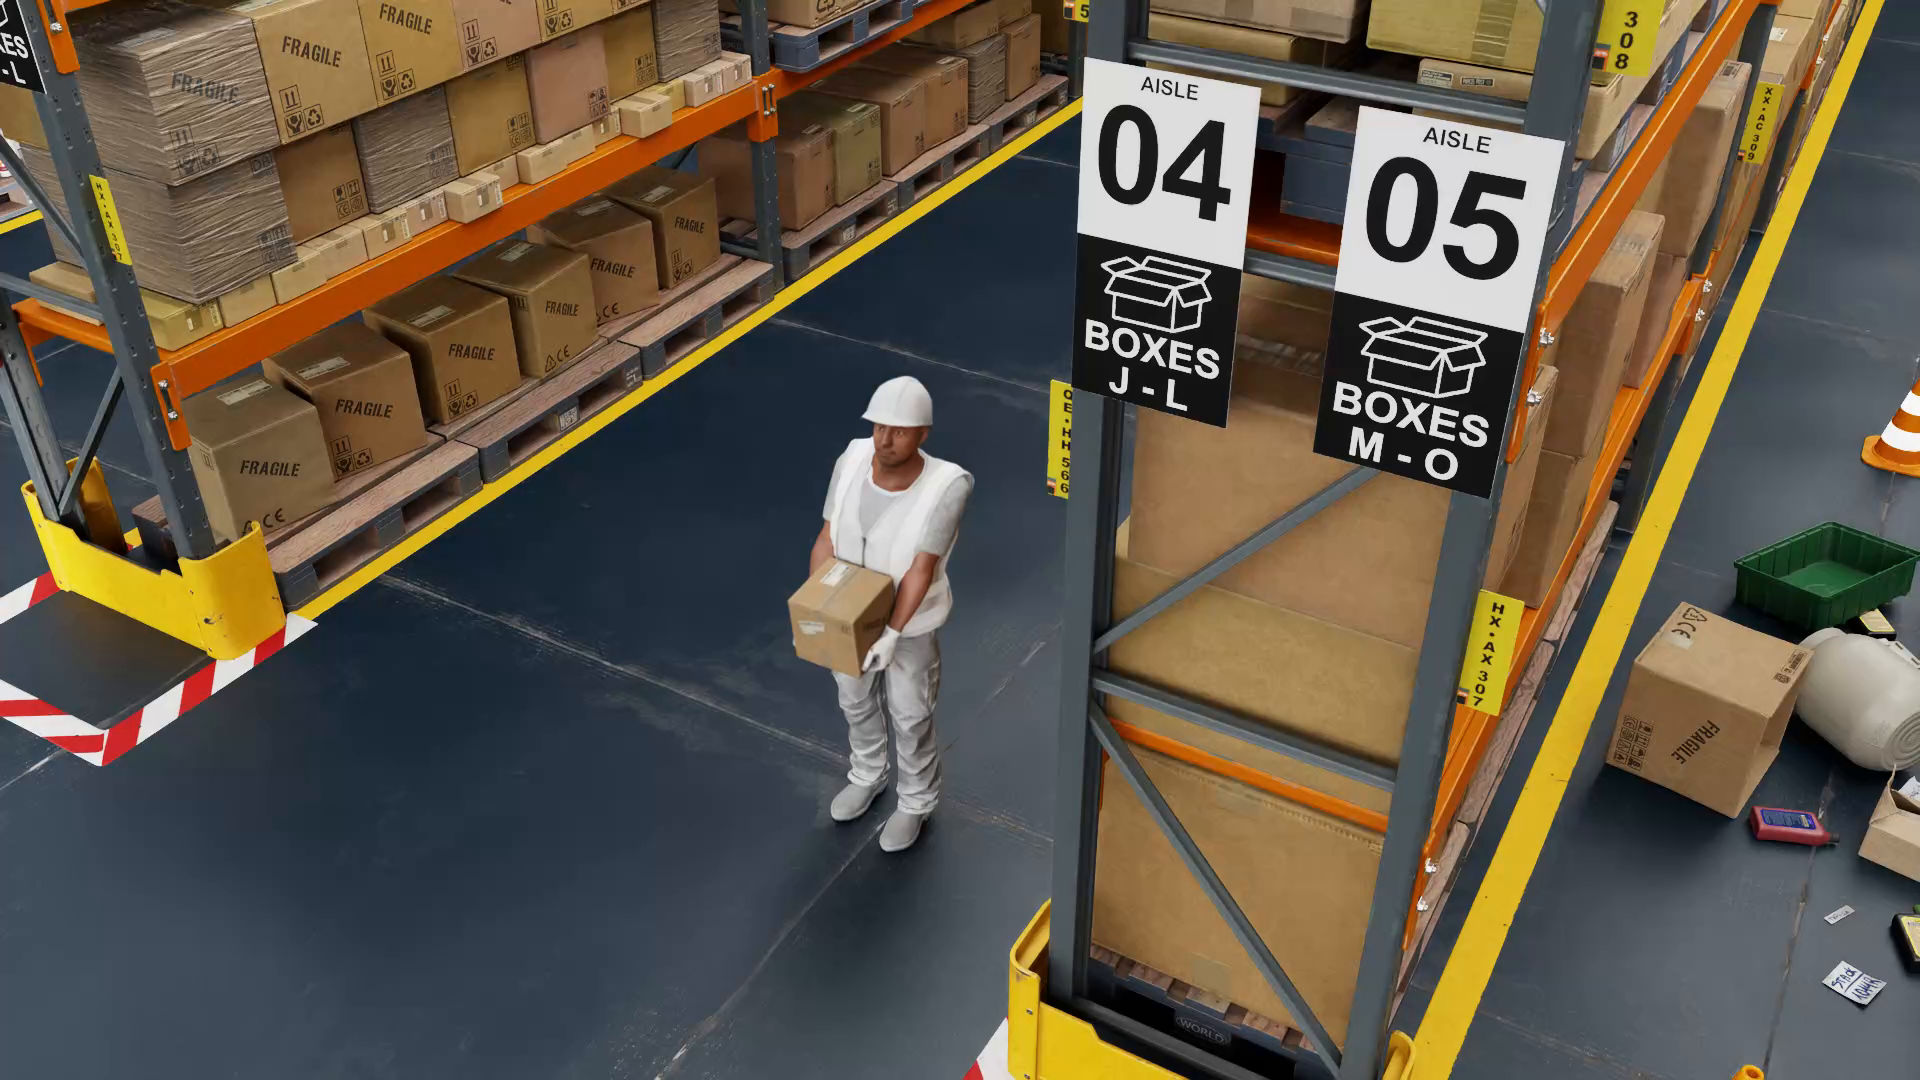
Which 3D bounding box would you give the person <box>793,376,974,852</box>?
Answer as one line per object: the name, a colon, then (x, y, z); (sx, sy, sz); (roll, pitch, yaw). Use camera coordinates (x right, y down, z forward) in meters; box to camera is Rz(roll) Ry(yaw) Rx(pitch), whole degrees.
person: (-0.276, 0.303, 5.677); (0.487, 1.778, 0.575); (18, 38, 24)
